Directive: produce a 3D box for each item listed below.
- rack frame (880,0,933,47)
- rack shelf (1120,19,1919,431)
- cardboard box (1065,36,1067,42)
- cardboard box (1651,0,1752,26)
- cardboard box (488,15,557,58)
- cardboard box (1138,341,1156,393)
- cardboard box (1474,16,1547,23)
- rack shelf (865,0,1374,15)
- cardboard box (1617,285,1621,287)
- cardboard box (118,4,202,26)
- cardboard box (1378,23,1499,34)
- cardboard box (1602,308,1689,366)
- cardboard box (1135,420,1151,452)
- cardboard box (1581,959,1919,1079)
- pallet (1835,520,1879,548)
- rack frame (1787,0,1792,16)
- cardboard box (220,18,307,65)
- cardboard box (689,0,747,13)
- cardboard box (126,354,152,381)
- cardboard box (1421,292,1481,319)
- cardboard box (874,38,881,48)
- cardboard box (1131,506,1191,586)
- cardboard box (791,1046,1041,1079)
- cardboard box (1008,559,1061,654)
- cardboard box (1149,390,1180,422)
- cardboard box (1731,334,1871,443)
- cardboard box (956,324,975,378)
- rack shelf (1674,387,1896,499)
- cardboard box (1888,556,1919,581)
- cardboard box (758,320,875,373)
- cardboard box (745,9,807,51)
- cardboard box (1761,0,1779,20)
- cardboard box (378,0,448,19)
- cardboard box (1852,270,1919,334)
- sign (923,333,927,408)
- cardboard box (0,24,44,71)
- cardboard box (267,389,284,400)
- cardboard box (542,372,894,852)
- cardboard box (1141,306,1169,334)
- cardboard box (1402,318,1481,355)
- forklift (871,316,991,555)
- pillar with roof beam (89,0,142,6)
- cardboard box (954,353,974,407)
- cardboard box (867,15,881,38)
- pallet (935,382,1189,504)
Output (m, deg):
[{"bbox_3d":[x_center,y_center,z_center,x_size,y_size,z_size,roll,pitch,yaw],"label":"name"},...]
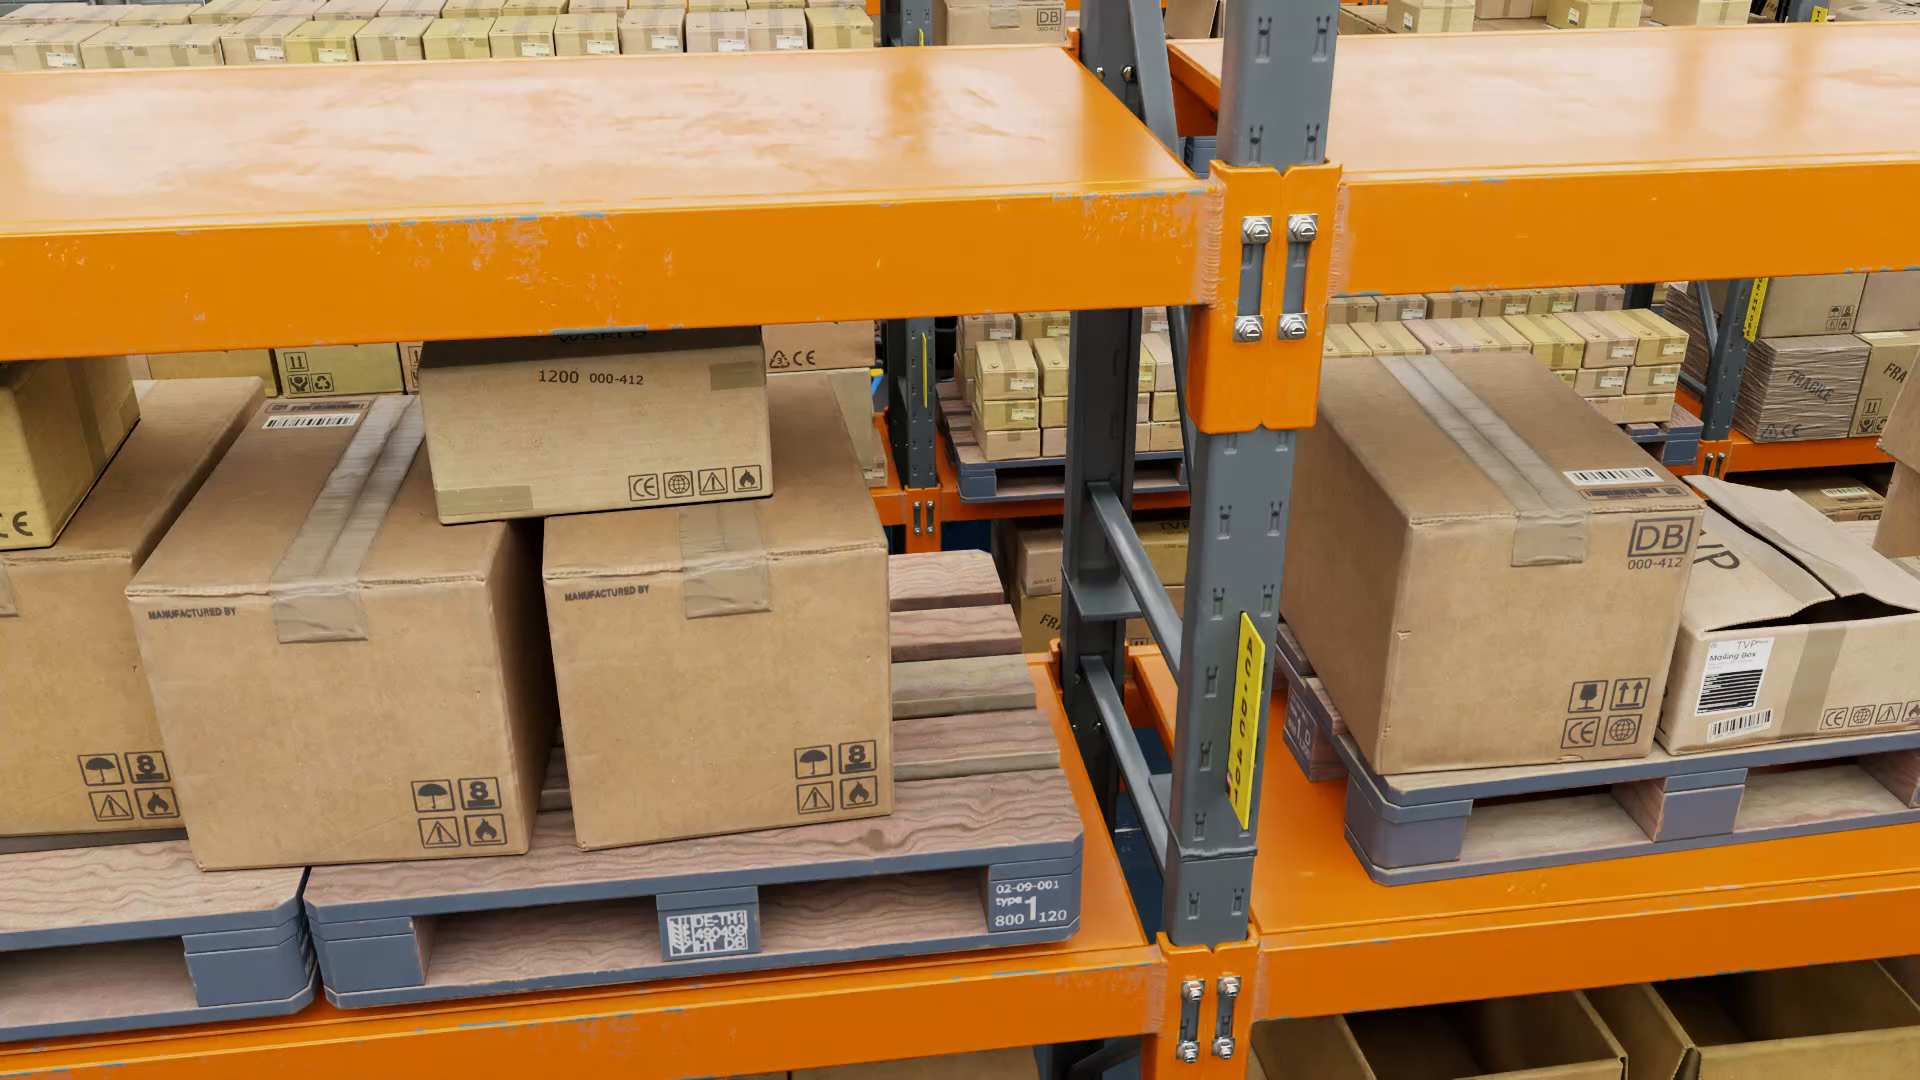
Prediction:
[{"bbox_3d":[-0.243,-3.295,6.815,0.127,3.000,1.000,-4,27,-7],"label":"rack frame"},{"bbox_3d":[2.328,-0.676,2.936,4.000,0.370,1.077,-4,27,-7],"label":"rack shelf"},{"bbox_3d":[0.658,-2.069,7.348,0.500,0.311,0.500,-4,27,-8],"label":"cardboard box"},{"bbox_3d":[3.353,-2.457,7.519,0.258,0.266,0.396,-4,27,-7],"label":"cardboard box"},{"bbox_3d":[-1.792,-2.056,6.866,0.250,0.149,0.380,-4,27,-7],"label":"cardboard box"},{"bbox_3d":[0.740,-0.819,7.723,0.250,0.149,0.380,-3,27,-7],"label":"cardboard box"},{"bbox_3d":[2.621,-2.309,8.068,0.500,0.500,0.500,-4,27,-7],"label":"cardboard box"},{"bbox_3d":[0.948,-3.999,12.260,4.000,0.370,1.077,-4,27,-7],"label":"rack shelf"},{"bbox_3d":[4.970,-2.257,13.782,0.625,0.372,0.950,-3,27,-5],"label":"cardboard box"},{"bbox_3d":[-3.404,-2.181,7.110,0.250,0.149,0.380,-4,28,-9],"label":"cardboard box"},{"bbox_3d":[2.199,-2.041,7.546,0.500,0.500,0.500,-4,27,-7],"label":"cardboard box"},{"bbox_3d":[3.296,-0.982,8.041,0.250,0.149,0.380,-5,28,-9],"label":"cardboard box"},{"bbox_3d":[0.733,-0.553,7.857,0.250,0.149,0.380,-3,27,-7],"label":"cardboard box"},{"bbox_3d":[1.660,1.049,3.711,0.637,0.503,0.797,-3,27,-7],"label":"cardboard box"},{"bbox_3d":[2.572,0.255,3.388,1.213,0.211,1.003,-2,27,-5],"label":"pallet"},{"bbox_3d":[6.889,-3.366,13.525,0.127,3.000,1.000,-4,27,-7],"label":"rack frame"},{"bbox_3d":[-2.837,-2.029,6.812,0.250,0.149,0.380,-3,27,-6],"label":"cardboard box"},{"bbox_3d":[-1.080,-2.341,7.421,0.250,0.149,0.380,-4,27,-8],"label":"cardboard box"},{"bbox_3d":[-3.723,-0.902,7.191,0.500,0.500,0.500,-4,27,-7],"label":"cardboard box"},{"bbox_3d":[2.462,-1.230,8.525,0.250,0.149,0.380,-5,28,-9],"label":"cardboard box"},{"bbox_3d":[-0.625,-3.489,12.559,0.500,0.500,0.500,-3,27,-5],"label":"cardboard box"},{"bbox_3d":[1.052,0.003,8.415,0.500,0.250,0.500,-3,27,-6],"label":"cardboard box"},{"bbox_3d":[-0.070,1.373,3.305,0.500,0.500,0.500,-3,27,-6],"label":"cardboard box"},{"bbox_3d":[0.526,0.372,8.517,0.500,0.500,0.500,-3,27,-5],"label":"cardboard box"},{"bbox_3d":[0.980,-0.701,7.821,0.250,0.149,0.380,-5,28,-9],"label":"cardboard box"},{"bbox_3d":[4.200,-0.832,8.475,0.500,0.500,0.500,-3,27,-7],"label":"cardboard box"},{"bbox_3d":[0.123,-0.948,8.301,0.250,0.149,0.380,-3,27,-6],"label":"cardboard box"},{"bbox_3d":[5.698,-0.688,9.092,4.000,0.370,1.077,-4,27,-7],"label":"rack shelf"},{"bbox_3d":[1.843,0.186,3.131,0.250,0.149,0.380,-5,28,-9],"label":"cardboard box"},{"bbox_3d":[-0.671,-1.096,7.569,0.500,0.500,0.500,-5,28,-9],"label":"cardboard box"},{"bbox_3d":[-0.776,-2.129,7.007,0.250,0.149,0.380,-3,27,-6],"label":"cardboard box"},{"bbox_3d":[8.682,-5.697,17.958,0.500,0.500,0.500,-4,27,-8],"label":"cardboard box"},{"bbox_3d":[-2.389,-2.281,7.304,0.250,0.149,0.380,-4,27,-9],"label":"cardboard box"},{"bbox_3d":[4.664,-1.427,8.540,0.500,0.500,0.700,-4,27,-8],"label":"cardboard box"},{"bbox_3d":[-0.160,-0.766,7.510,0.005,0.325,0.100,-4,27,-7],"label":"sign"},{"bbox_3d":[-3.852,-1.957,6.672,0.250,0.149,0.380,-4,27,-8],"label":"cardboard box"},{"bbox_3d":[-3.195,-0.498,7.499,0.500,0.500,0.500,-4,27,-7],"label":"cardboard box"},{"bbox_3d":[-0.419,0.089,2.826,0.500,0.500,0.700,-5,28,-10],"label":"cardboard box"},{"bbox_3d":[0.909,-1.129,8.329,0.250,0.149,0.380,-4,27,-7],"label":"cardboard box"},{"bbox_3d":[2.284,-0.919,7.919,0.250,0.149,0.380,-4,27,-7],"label":"cardboard box"},{"bbox_3d":[0.106,-1.620,10.196,1.130,2.935,3.031,4,27,8],"label":"forklift"},{"bbox_3d":[-7.885,-5.806,11.707,0.400,9.000,9.100,-4,27,-7],"label":"pillar with roof beam"},{"bbox_3d":[0.122,-0.816,8.370,0.250,0.149,0.380,-4,27,-8],"label":"cardboard box"},{"bbox_3d":[-0.705,-5.295,16.714,0.500,0.500,0.700,-3,27,-7],"label":"cardboard box"},{"bbox_3d":[0.534,-0.524,8.195,1.213,0.211,1.003,-4,27,-7],"label":"pallet"}]
